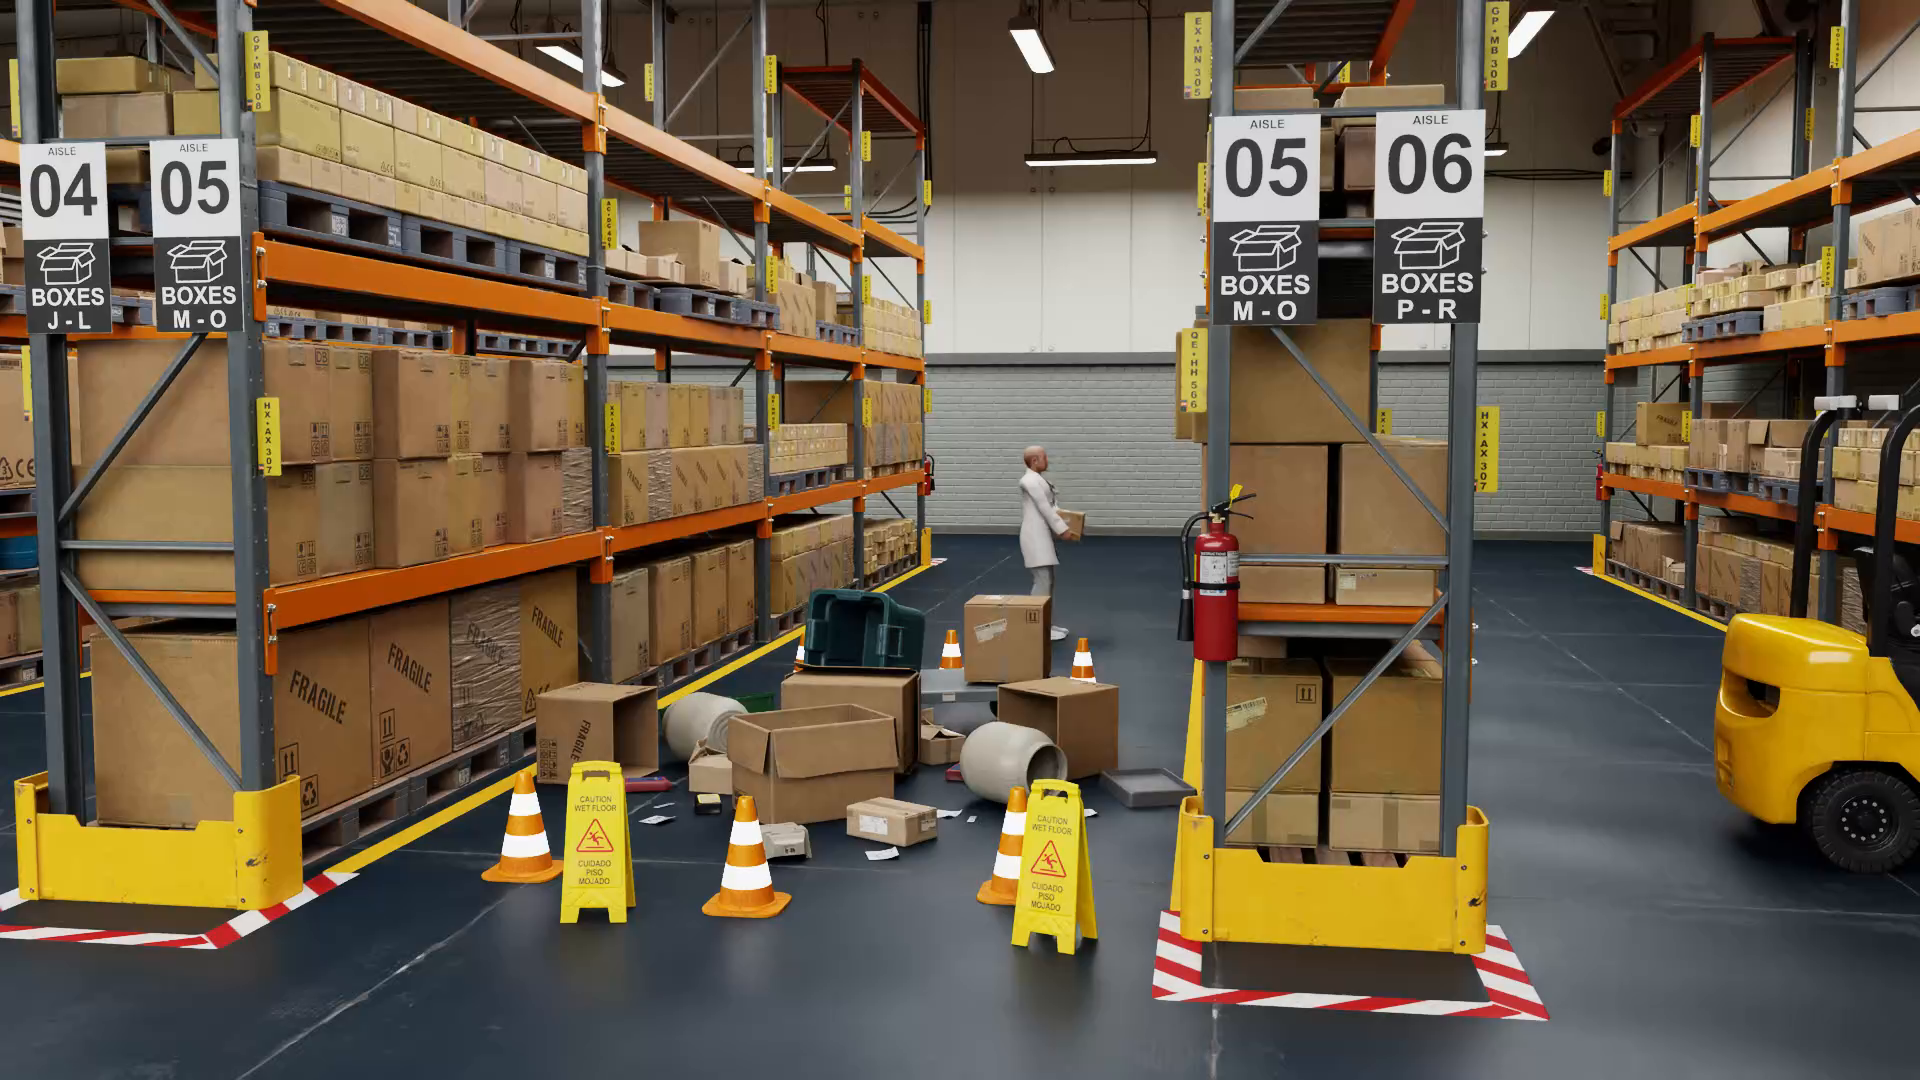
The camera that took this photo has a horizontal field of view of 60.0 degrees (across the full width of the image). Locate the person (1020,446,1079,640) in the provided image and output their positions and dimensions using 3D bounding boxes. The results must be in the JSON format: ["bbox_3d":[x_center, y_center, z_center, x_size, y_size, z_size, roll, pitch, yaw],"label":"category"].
[{"bbox_3d":[0.832,0.020,15.345,0.554,1.779,0.520,1,4,8],"label":"person"}]
